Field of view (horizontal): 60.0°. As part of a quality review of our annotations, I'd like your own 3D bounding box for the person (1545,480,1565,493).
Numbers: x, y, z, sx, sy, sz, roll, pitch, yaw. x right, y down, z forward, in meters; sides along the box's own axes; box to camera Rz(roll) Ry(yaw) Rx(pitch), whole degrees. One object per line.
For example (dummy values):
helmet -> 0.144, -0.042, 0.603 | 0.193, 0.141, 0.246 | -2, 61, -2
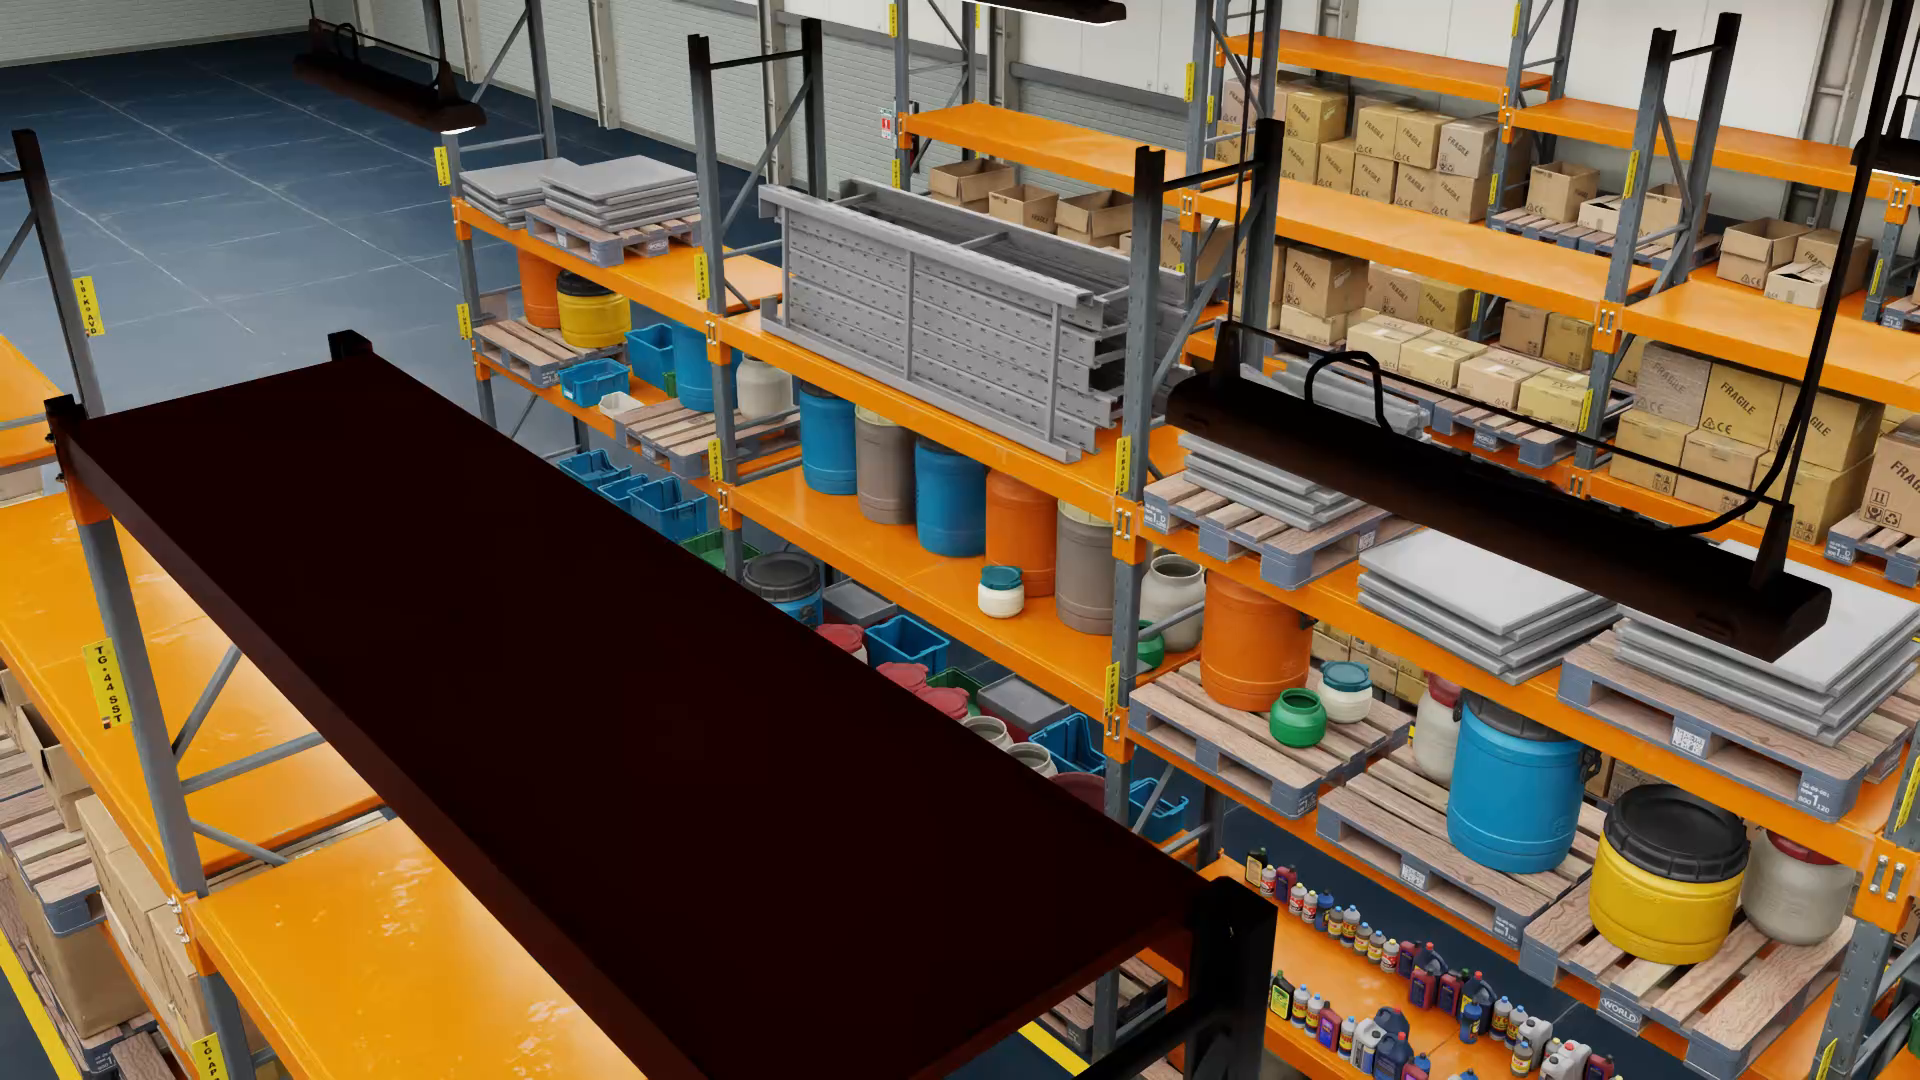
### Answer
person -> 5.481, 0.008, 15.778 | 0.454, 1.576, 0.425 | -16, 31, -28
